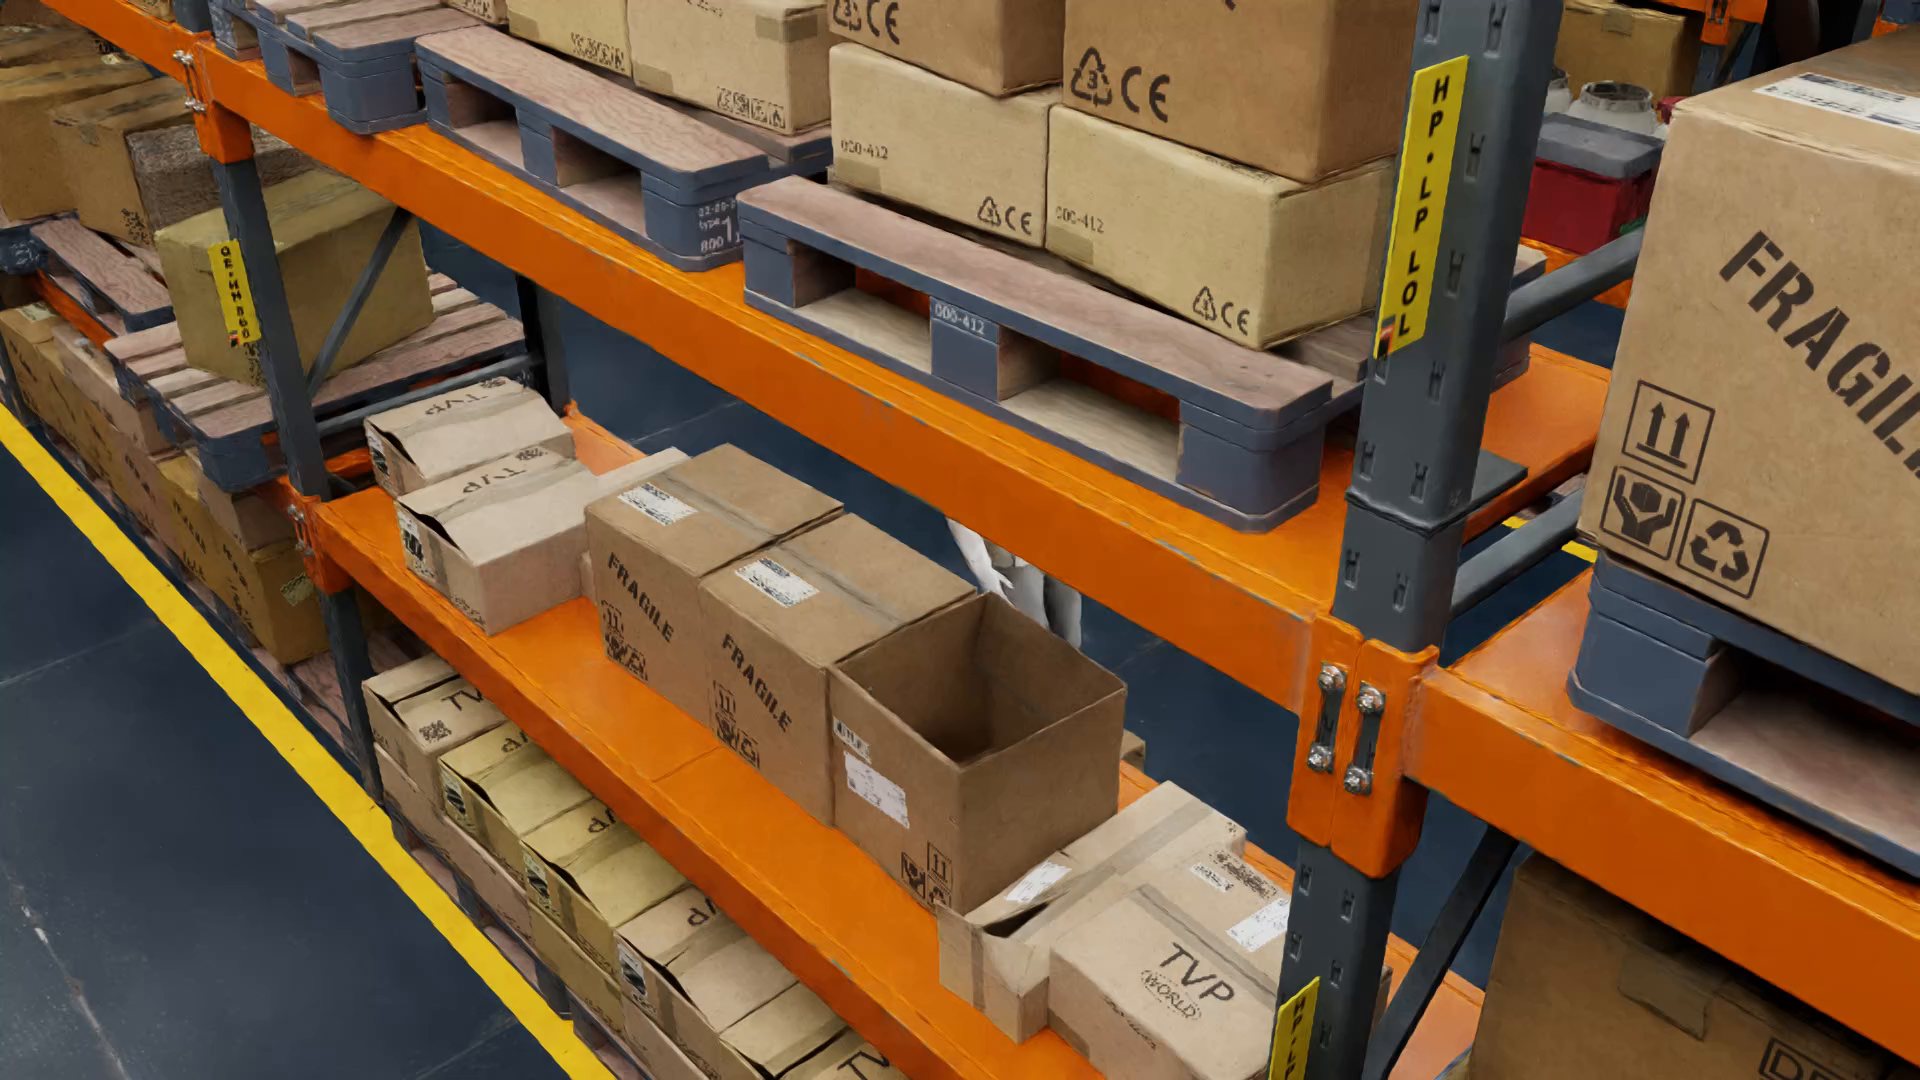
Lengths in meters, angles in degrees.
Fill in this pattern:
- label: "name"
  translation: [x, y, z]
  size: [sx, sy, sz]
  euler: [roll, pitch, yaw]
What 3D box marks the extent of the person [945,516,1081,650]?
- label: "person"
  translation: [0.286, 0.060, 6.056]
  size: [0.650, 1.680, 0.427]
  euler: [-26, 40, -35]
